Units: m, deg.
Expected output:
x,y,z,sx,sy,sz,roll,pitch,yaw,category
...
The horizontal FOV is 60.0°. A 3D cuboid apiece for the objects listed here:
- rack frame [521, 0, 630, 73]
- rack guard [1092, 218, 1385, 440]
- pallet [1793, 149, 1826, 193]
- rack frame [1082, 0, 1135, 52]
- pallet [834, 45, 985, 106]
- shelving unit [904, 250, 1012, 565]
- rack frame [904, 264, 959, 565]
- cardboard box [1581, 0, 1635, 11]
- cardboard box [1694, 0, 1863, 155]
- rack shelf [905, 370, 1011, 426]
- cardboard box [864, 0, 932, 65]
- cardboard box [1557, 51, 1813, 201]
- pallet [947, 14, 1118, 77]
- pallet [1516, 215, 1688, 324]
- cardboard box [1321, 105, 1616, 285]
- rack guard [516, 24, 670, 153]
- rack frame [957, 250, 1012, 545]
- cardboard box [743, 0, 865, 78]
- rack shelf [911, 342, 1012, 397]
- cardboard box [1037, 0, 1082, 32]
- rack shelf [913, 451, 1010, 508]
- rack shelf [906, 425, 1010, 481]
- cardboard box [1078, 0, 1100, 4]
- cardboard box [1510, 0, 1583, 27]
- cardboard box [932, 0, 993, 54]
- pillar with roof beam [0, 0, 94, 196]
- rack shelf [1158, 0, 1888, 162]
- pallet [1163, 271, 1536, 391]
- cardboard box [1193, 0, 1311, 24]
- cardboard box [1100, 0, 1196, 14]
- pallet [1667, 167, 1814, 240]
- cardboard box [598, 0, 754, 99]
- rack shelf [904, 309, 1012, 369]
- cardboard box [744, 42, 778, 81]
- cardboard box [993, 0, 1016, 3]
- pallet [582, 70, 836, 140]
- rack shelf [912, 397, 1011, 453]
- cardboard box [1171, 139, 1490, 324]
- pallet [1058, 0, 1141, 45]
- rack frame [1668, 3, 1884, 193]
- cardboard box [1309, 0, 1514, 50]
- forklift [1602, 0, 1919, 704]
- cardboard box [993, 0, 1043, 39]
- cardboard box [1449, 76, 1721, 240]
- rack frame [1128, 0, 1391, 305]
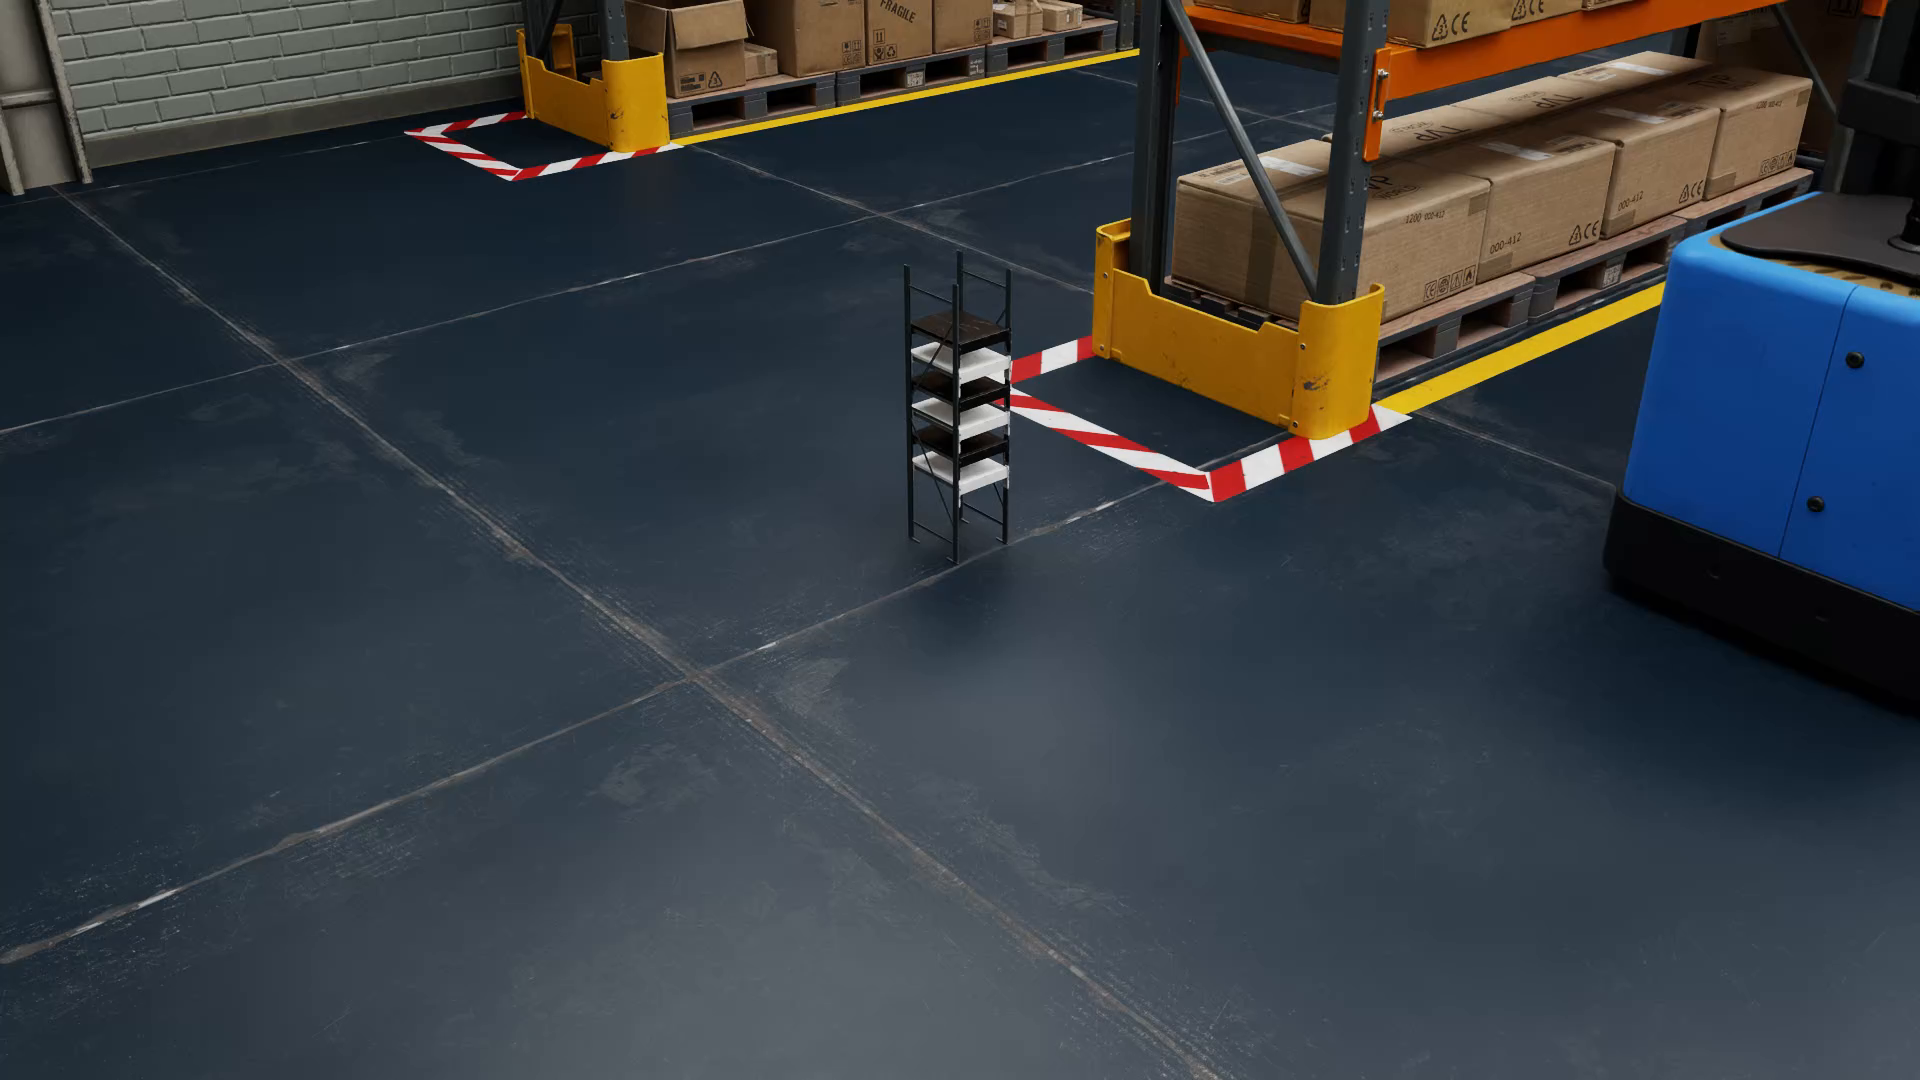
x,y,z,sx,sy,sz,roll,pitch,yaw,category
-2.194,-3.713,9.016,0.127,3.000,1.000,-22,35,-35,rack frame
1.012,-0.825,6.263,0.348,0.500,1.175,-22,35,-35,rack guard
4.611,-2.192,9.127,1.213,0.211,1.003,-22,35,-35,pallet
0.848,-4.937,11.306,0.127,3.000,1.000,-22,35,-35,rack frame
-0.603,-3.122,10.869,1.213,0.211,1.003,-22,35,-35,pallet
-0.006,-0.394,5.033,0.210,0.900,0.258,-22,35,-35,shelving unit
-0.084,-0.363,4.975,0.006,0.900,0.240,-22,35,-35,rack frame
2.347,-2.337,6.334,0.500,0.500,0.500,-22,35,-35,cardboard box
4.493,-2.625,8.788,0.875,0.875,0.875,-21,34,-33,cardboard box
-0.006,-0.444,5.007,0.200,0.077,0.258,-22,35,-35,rack shelf
-0.525,-3.323,10.491,0.500,0.500,0.500,-21,35,-34,cardboard box
3.526,-2.060,8.195,0.875,0.438,0.875,-22,35,-36,cardboard box
0.325,-3.497,11.571,1.213,0.211,1.003,-22,35,-35,pallet
2.515,-1.349,7.550,1.213,0.211,1.003,-22,35,-35,pallet
2.158,-1.511,7.167,0.875,0.438,0.875,-21,34,-34,cardboard box
-2.137,-2.634,9.649,0.348,0.500,1.175,-22,35,-35,rack guard
0.071,-0.426,5.091,0.006,0.900,0.240,-22,35,-35,rack frame
-0.992,-3.197,10.256,0.500,0.500,0.700,-20,34,-33,cardboard box
-0.006,-0.524,4.964,0.200,0.077,0.258,-22,35,-35,rack shelf
0.615,-3.589,11.363,0.250,0.149,0.380,-23,36,-36,cardboard box
-0.006,-0.206,5.134,0.200,0.077,0.258,-22,35,-35,rack shelf
-0.006,-0.286,5.091,0.200,0.077,0.258,-22,35,-35,rack shelf
1.030,-4.276,12.275,0.500,0.500,0.500,-22,35,-35,cardboard box
1.948,-2.187,6.055,0.500,0.500,0.500,-22,35,-36,cardboard box
-0.202,-3.514,10.850,0.500,0.500,0.700,-23,36,-37,cardboard box
-2.037,-4.314,3.775,0.400,9.000,9.100,-22,35,-35,pillar with roof beam
2.551,-2.229,7.002,4.000,0.370,1.077,-22,35,-35,rack shelf
1.587,-0.977,6.855,1.213,0.211,1.003,-22,35,-35,pallet
1.225,-2.221,6.118,0.500,0.500,0.500,-22,35,-35,cardboard box
1.363,-4.087,11.922,0.500,0.500,0.500,-20,34,-33,cardboard box
3.444,-1.724,8.252,1.213,0.211,1.003,-22,35,-35,pallet
-1.668,-2.951,9.792,0.637,0.503,0.797,-24,36,-37,cardboard box
-0.006,-0.603,4.922,0.200,0.077,0.258,-22,35,-35,rack shelf
-1.319,-2.910,10.093,0.250,0.149,0.380,-24,36,-37,cardboard box
0.192,-3.819,11.621,0.500,0.311,0.500,-20,34,-33,cardboard box
-1.531,-2.751,10.174,1.213,0.211,1.003,-22,35,-35,pallet
-0.006,-0.365,5.049,0.200,0.077,0.258,-22,35,-35,rack shelf
1.467,-1.228,6.638,0.875,0.438,0.875,-23,36,-37,cardboard box
1.443,-3.969,12.454,1.213,0.211,1.003,-22,35,-35,pallet
4.073,-3.158,7.978,0.127,3.000,1.000,-22,35,-35,rack frame
1.581,-2.023,5.746,0.500,0.500,0.500,-22,35,-35,cardboard box
3.378,-1.416,4.789,3.031,2.935,1.130,-21,35,-34,forklift
0.344,-3.531,11.131,0.258,0.266,0.396,-20,34,-33,cardboard box
2.845,-1.786,7.682,0.875,0.438,0.875,-23,36,-36,cardboard box
1.030,-1.935,5.688,0.127,3.000,1.000,-22,35,-35,rack frame
